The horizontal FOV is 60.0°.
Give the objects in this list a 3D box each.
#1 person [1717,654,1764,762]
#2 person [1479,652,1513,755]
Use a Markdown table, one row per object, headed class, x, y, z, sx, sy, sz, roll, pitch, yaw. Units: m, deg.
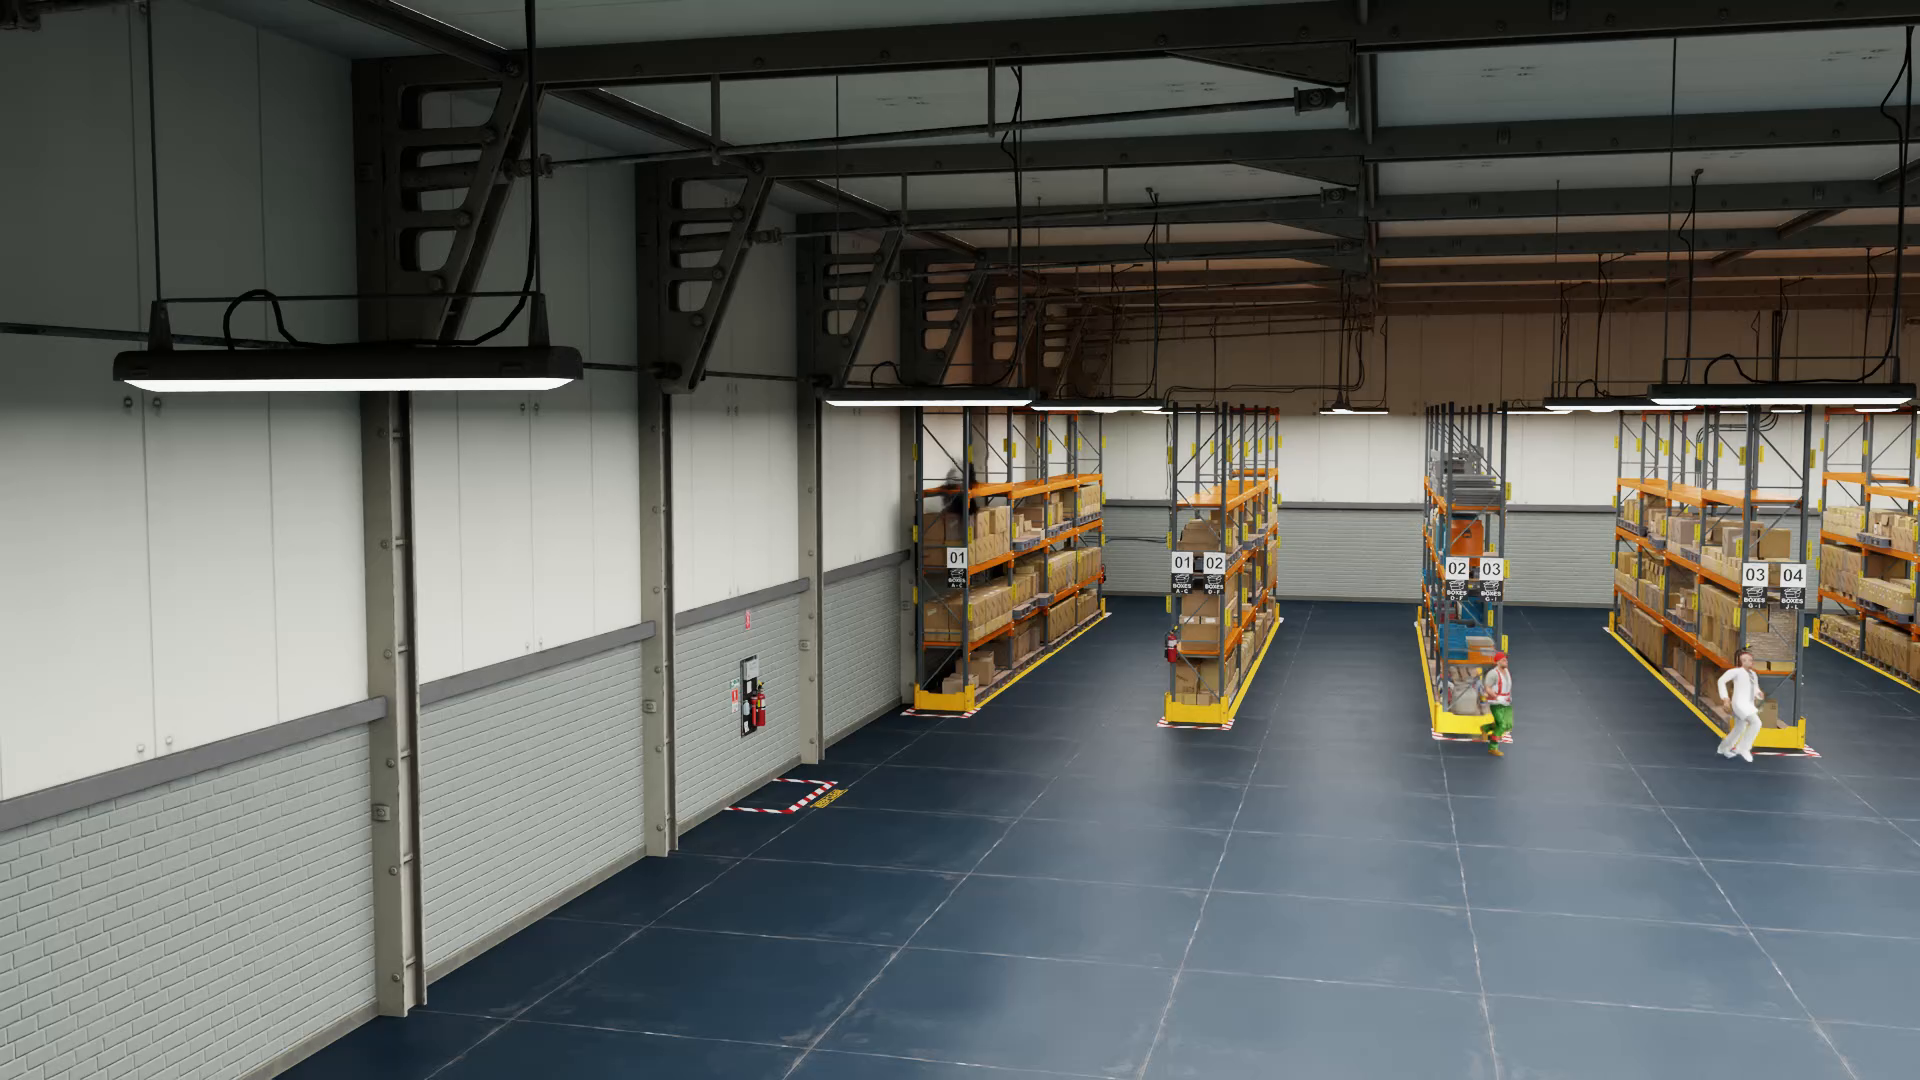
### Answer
| class | x | y | z | sx | sy | sz | roll | pitch | yaw |
| --- | --- | --- | --- | --- | --- | --- | --- | --- | --- |
| person | 13.127 | 2.785 | 27.824 | 0.689 | 1.732 | 0.723 | -3 | 5 | -37 |
| person | 9.144 | 2.769 | 28.297 | 0.684 | 1.751 | 0.672 | -3 | 5 | -37 |
